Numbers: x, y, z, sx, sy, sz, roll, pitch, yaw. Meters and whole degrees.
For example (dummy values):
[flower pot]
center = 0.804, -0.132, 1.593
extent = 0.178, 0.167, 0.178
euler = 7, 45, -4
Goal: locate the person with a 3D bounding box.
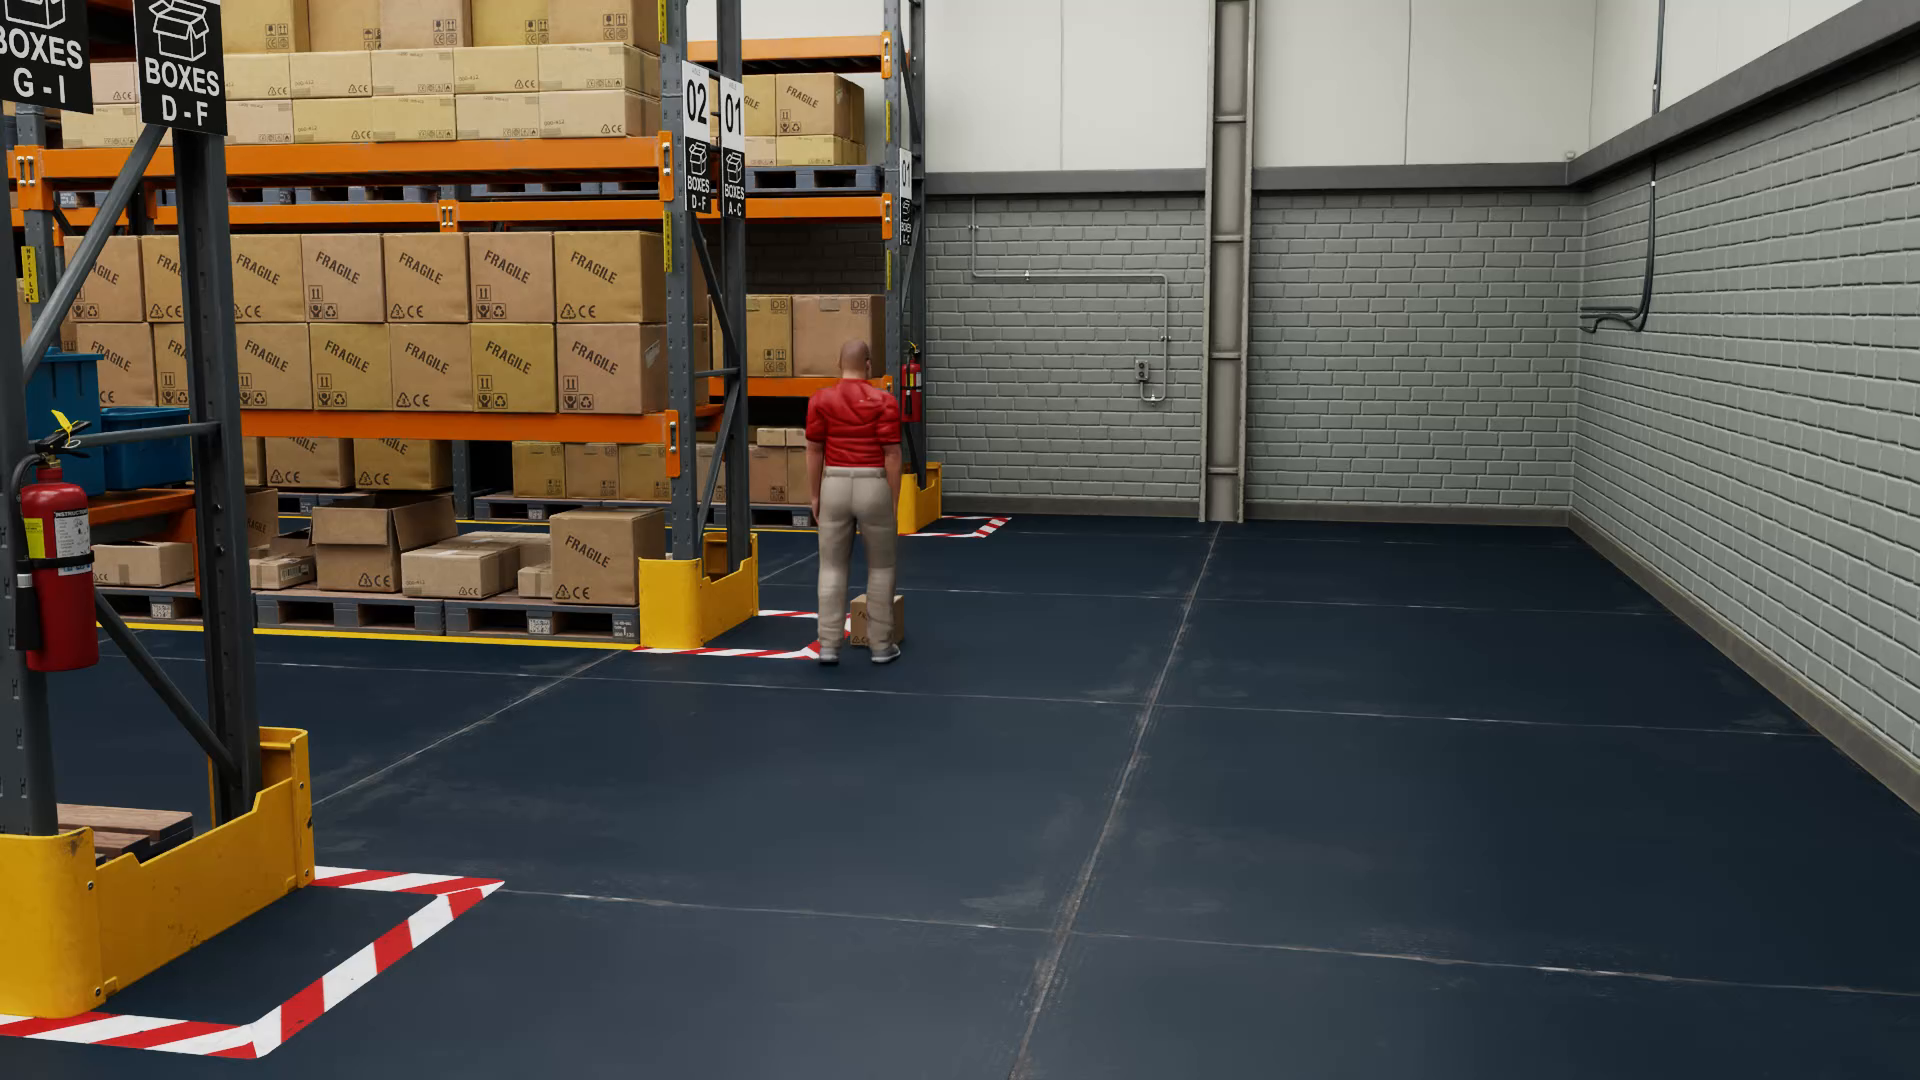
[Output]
[person]
center = -0.552, -0.245, 8.885
extent = 0.523, 1.650, 0.375
euler = 1, 8, 11
